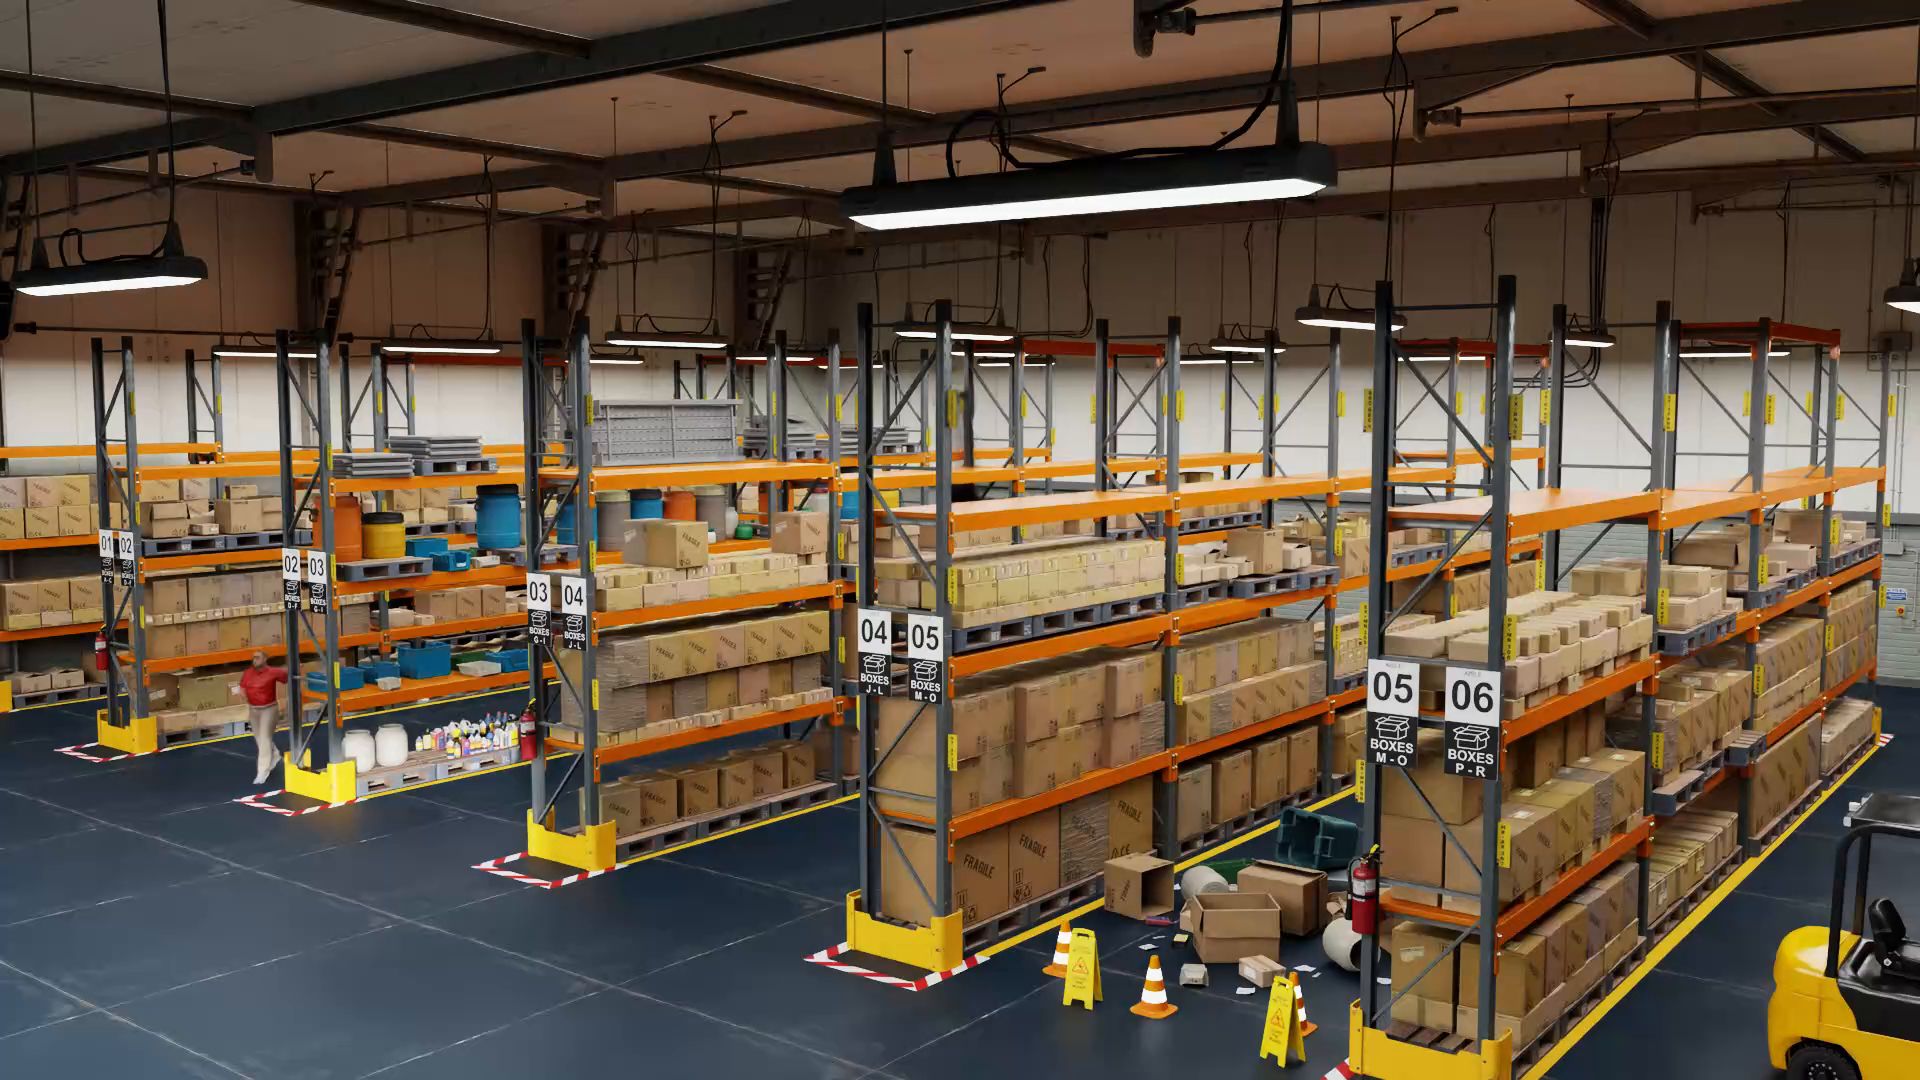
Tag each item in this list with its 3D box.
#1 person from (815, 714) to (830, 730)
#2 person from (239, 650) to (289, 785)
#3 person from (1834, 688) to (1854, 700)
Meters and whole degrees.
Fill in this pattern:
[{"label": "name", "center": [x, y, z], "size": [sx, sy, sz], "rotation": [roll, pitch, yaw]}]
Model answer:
[{"label": "person", "center": [-1.999, 2.191, 23.775], "size": [0.689, 1.788, 0.912], "rotation": [3, 6, 29]}, {"label": "person", "center": [-9.382, 2.359, 22.448], "size": [0.683, 1.788, 0.836], "rotation": [1, 5, 10]}, {"label": "person", "center": [13.737, 2.116, 25.809], "size": [0.548, 1.627, 0.580], "rotation": [3, 6, 32]}]
